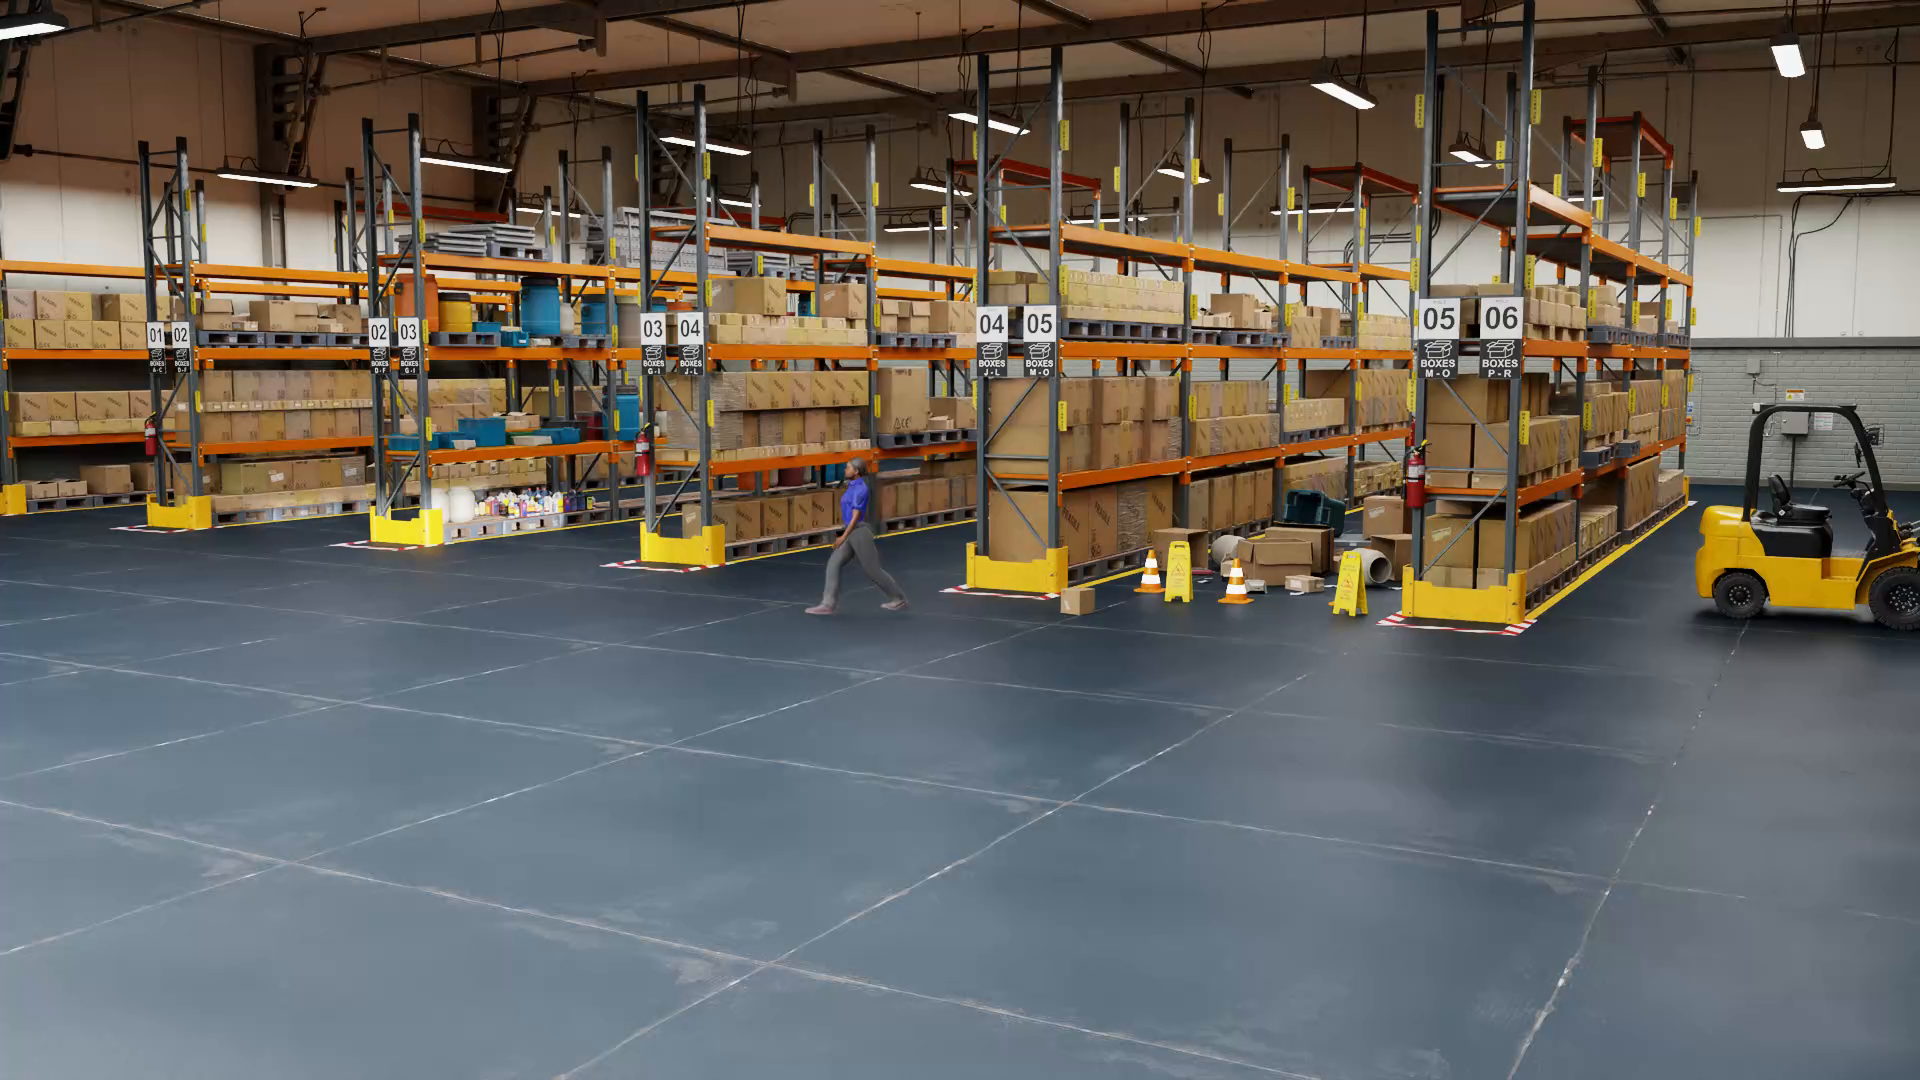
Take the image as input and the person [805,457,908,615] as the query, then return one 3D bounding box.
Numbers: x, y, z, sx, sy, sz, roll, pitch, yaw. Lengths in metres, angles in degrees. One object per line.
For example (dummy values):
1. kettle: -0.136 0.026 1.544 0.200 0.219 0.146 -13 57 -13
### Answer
1. person: -1.038 -0.029 16.732 1.036 1.579 0.447 -3 7 -23
